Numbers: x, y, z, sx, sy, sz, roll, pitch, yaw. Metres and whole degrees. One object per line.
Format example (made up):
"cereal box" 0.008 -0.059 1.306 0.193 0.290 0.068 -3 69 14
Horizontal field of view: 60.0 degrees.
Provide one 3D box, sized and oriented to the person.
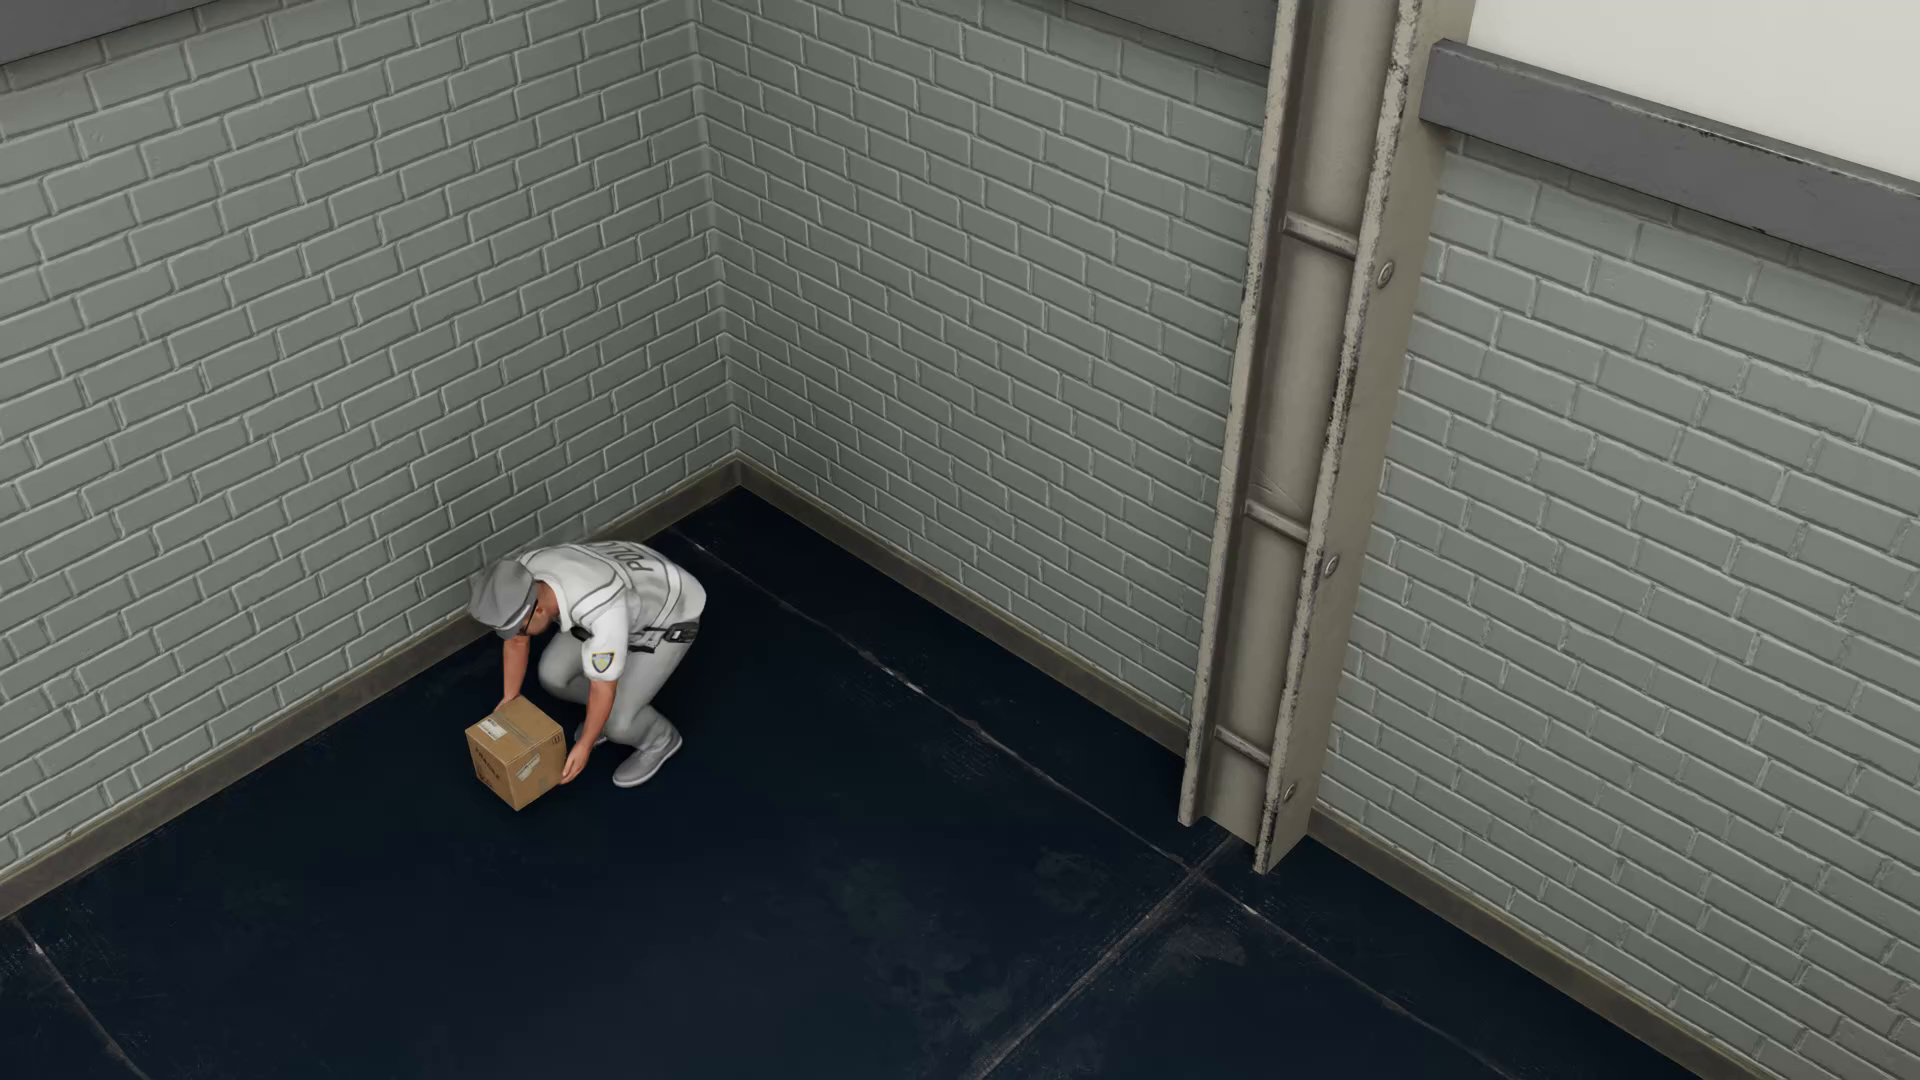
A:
"person" -1.326 0.411 6.112 0.577 1.165 0.903 30 48 32
